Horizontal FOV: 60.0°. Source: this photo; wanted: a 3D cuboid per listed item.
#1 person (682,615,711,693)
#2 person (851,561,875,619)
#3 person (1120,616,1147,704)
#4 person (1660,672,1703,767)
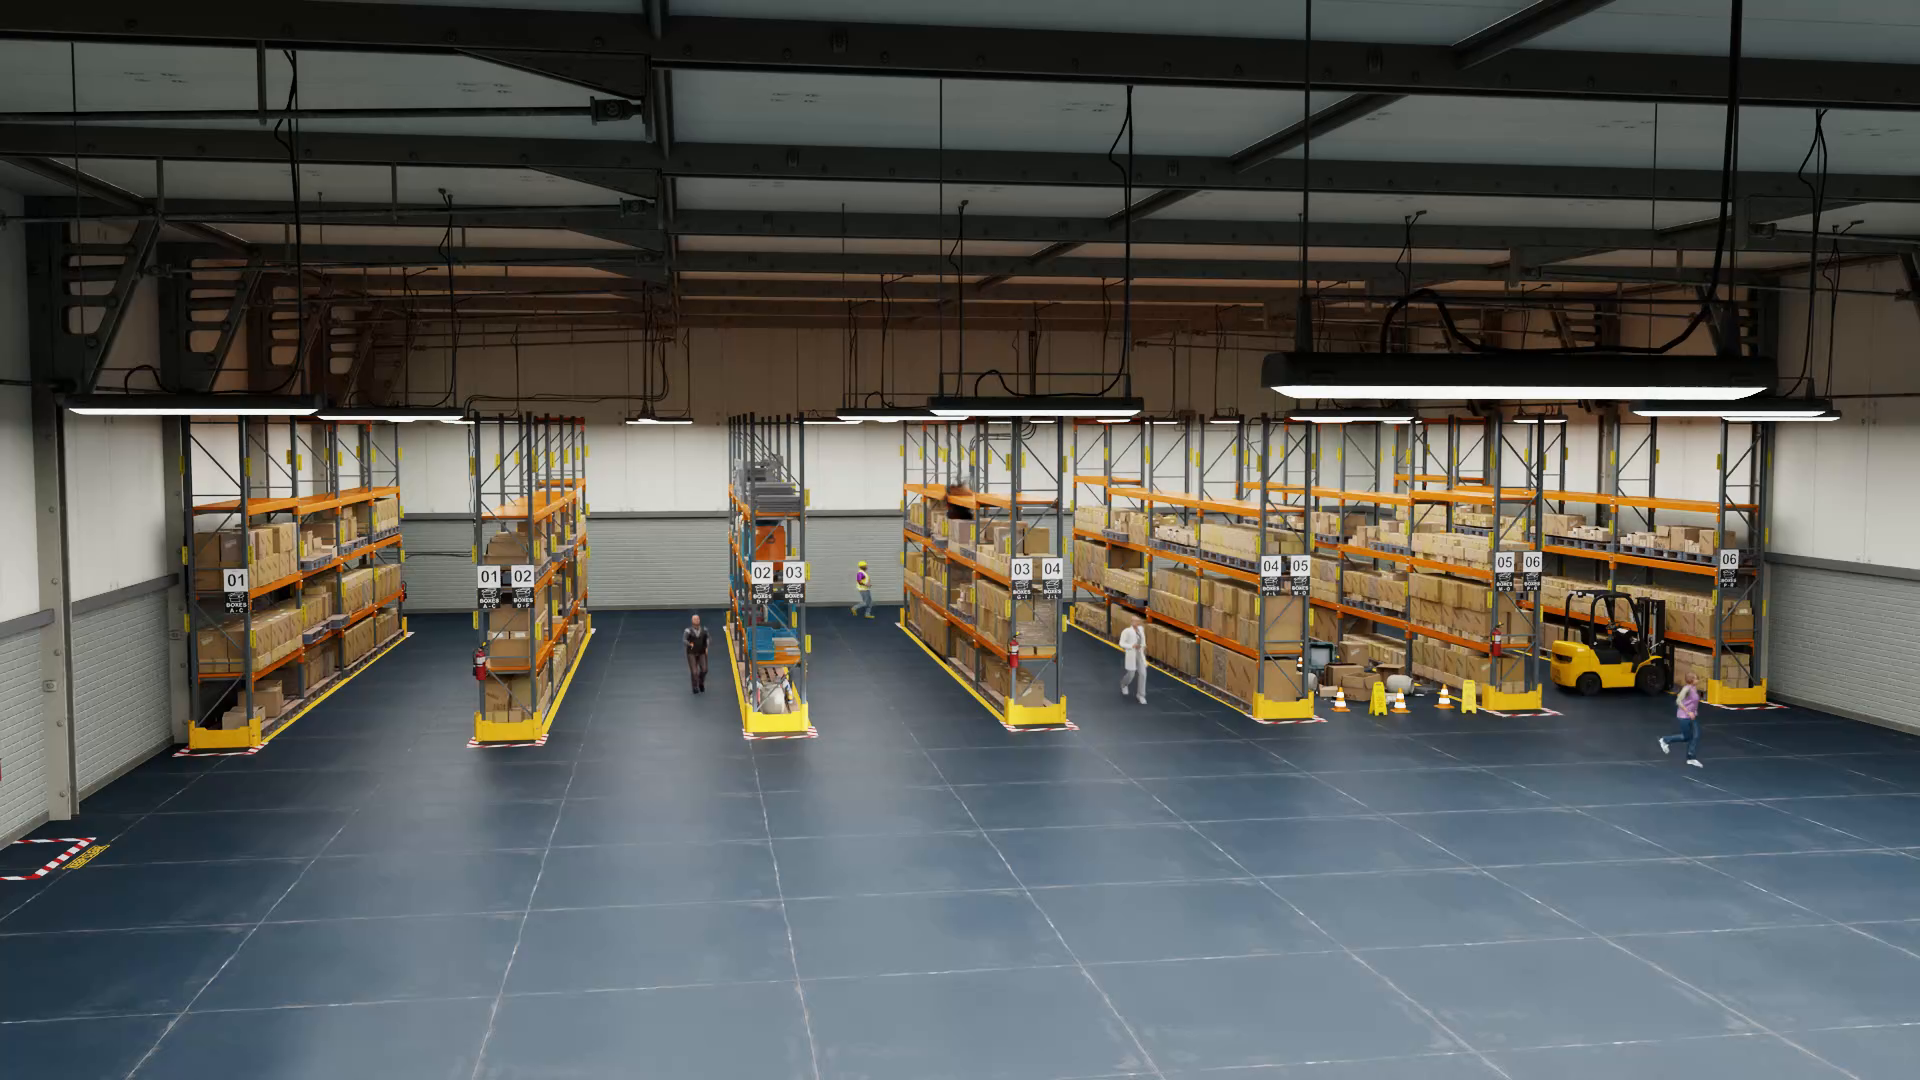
[{"bbox_3d":[-5.605,2.452,35.557,0.647,1.684,0.602,-1,4,-17],"label":"person"},{"bbox_3d":[-2.885,1.491,49.619,0.686,1.723,0.707,0,4,4],"label":"person"},{"bbox_3d":[3.625,2.490,34.795,0.742,1.836,1.009,-2,4,-26],"label":"person"},{"bbox_3d":[12.321,3.035,28.304,0.566,1.568,0.744,-4,5,-44],"label":"person"}]
